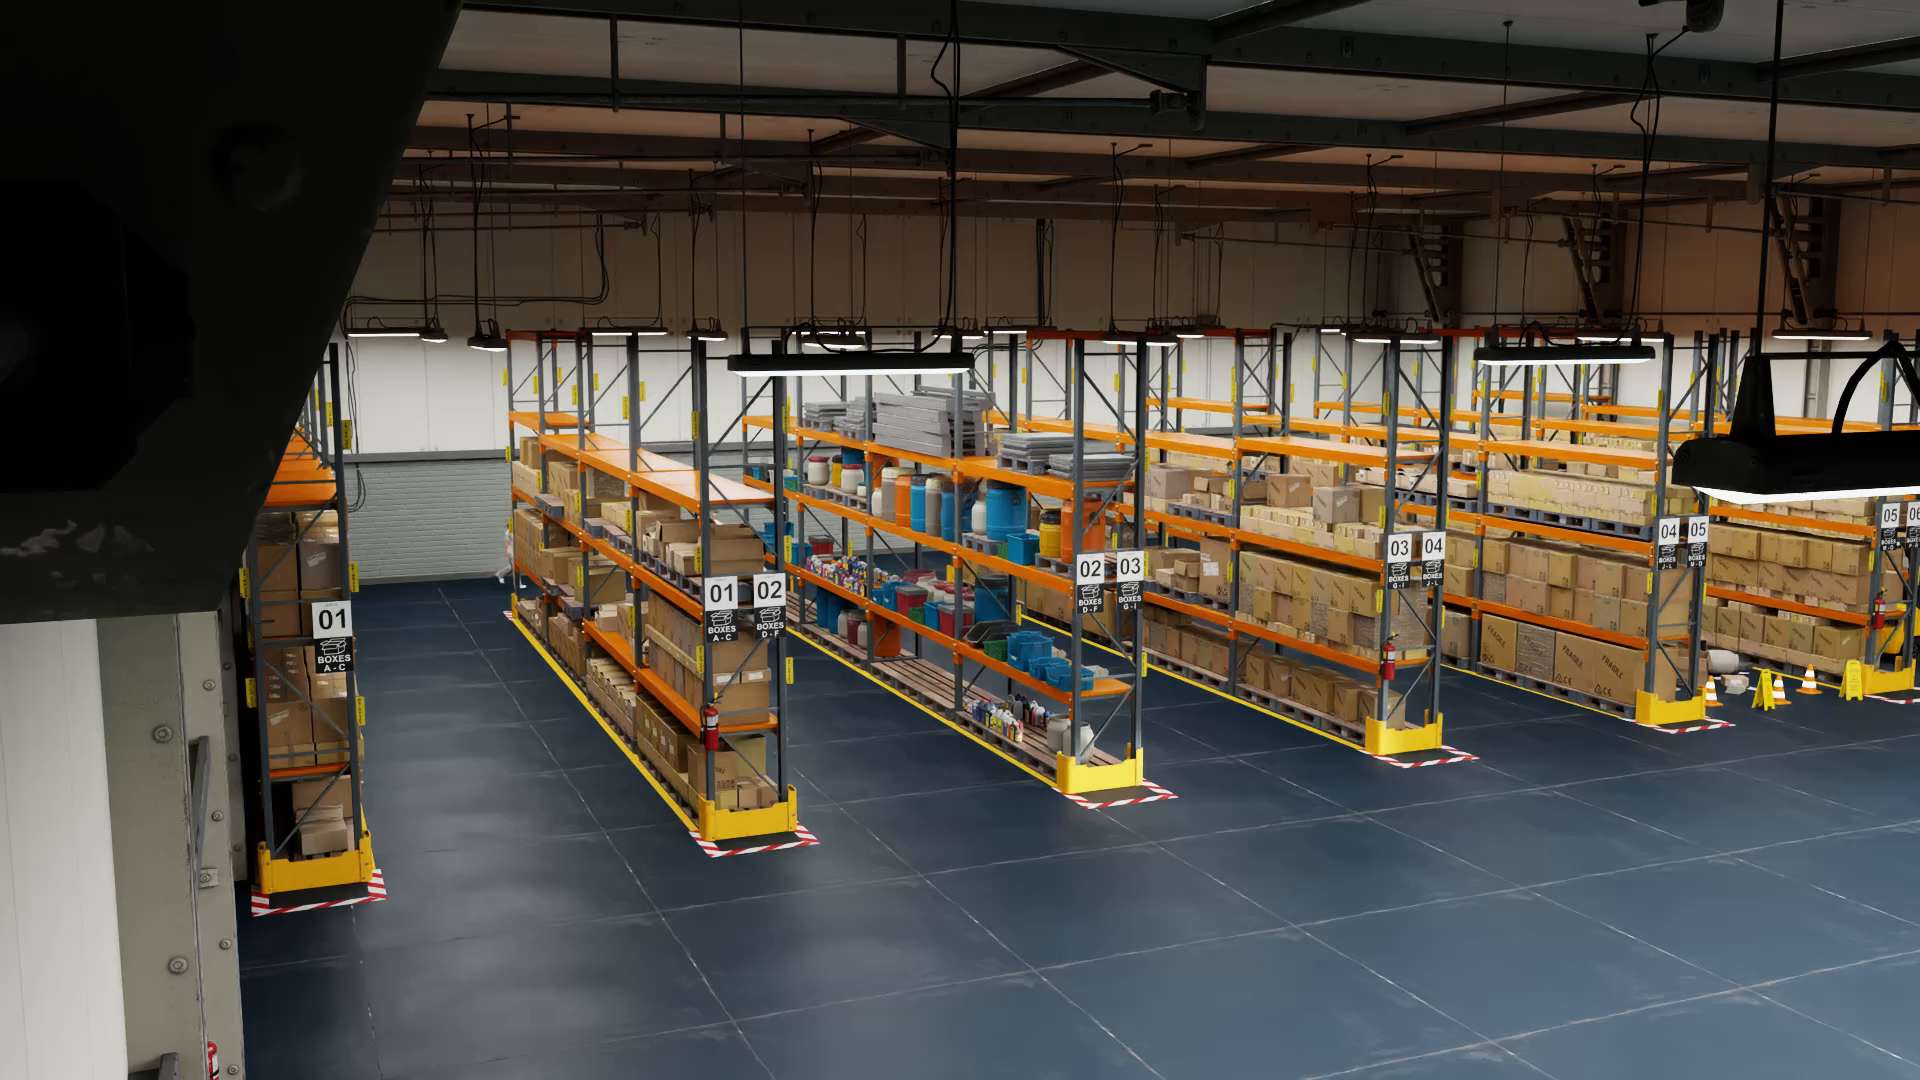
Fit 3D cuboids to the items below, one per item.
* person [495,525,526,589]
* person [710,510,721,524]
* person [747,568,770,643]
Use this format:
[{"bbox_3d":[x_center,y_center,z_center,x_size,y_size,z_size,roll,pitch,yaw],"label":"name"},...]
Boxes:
[{"bbox_3d":[-10.387,0.289,38.419,0.841,1.640,0.441,2,8,14],"label":"person"},{"bbox_3d":[-5.876,0.121,39.543,0.533,1.706,0.437,7,10,42],"label":"person"},{"bbox_3d":[-3.929,1.124,31.879,0.600,1.785,0.520,0,8,3],"label":"person"}]
